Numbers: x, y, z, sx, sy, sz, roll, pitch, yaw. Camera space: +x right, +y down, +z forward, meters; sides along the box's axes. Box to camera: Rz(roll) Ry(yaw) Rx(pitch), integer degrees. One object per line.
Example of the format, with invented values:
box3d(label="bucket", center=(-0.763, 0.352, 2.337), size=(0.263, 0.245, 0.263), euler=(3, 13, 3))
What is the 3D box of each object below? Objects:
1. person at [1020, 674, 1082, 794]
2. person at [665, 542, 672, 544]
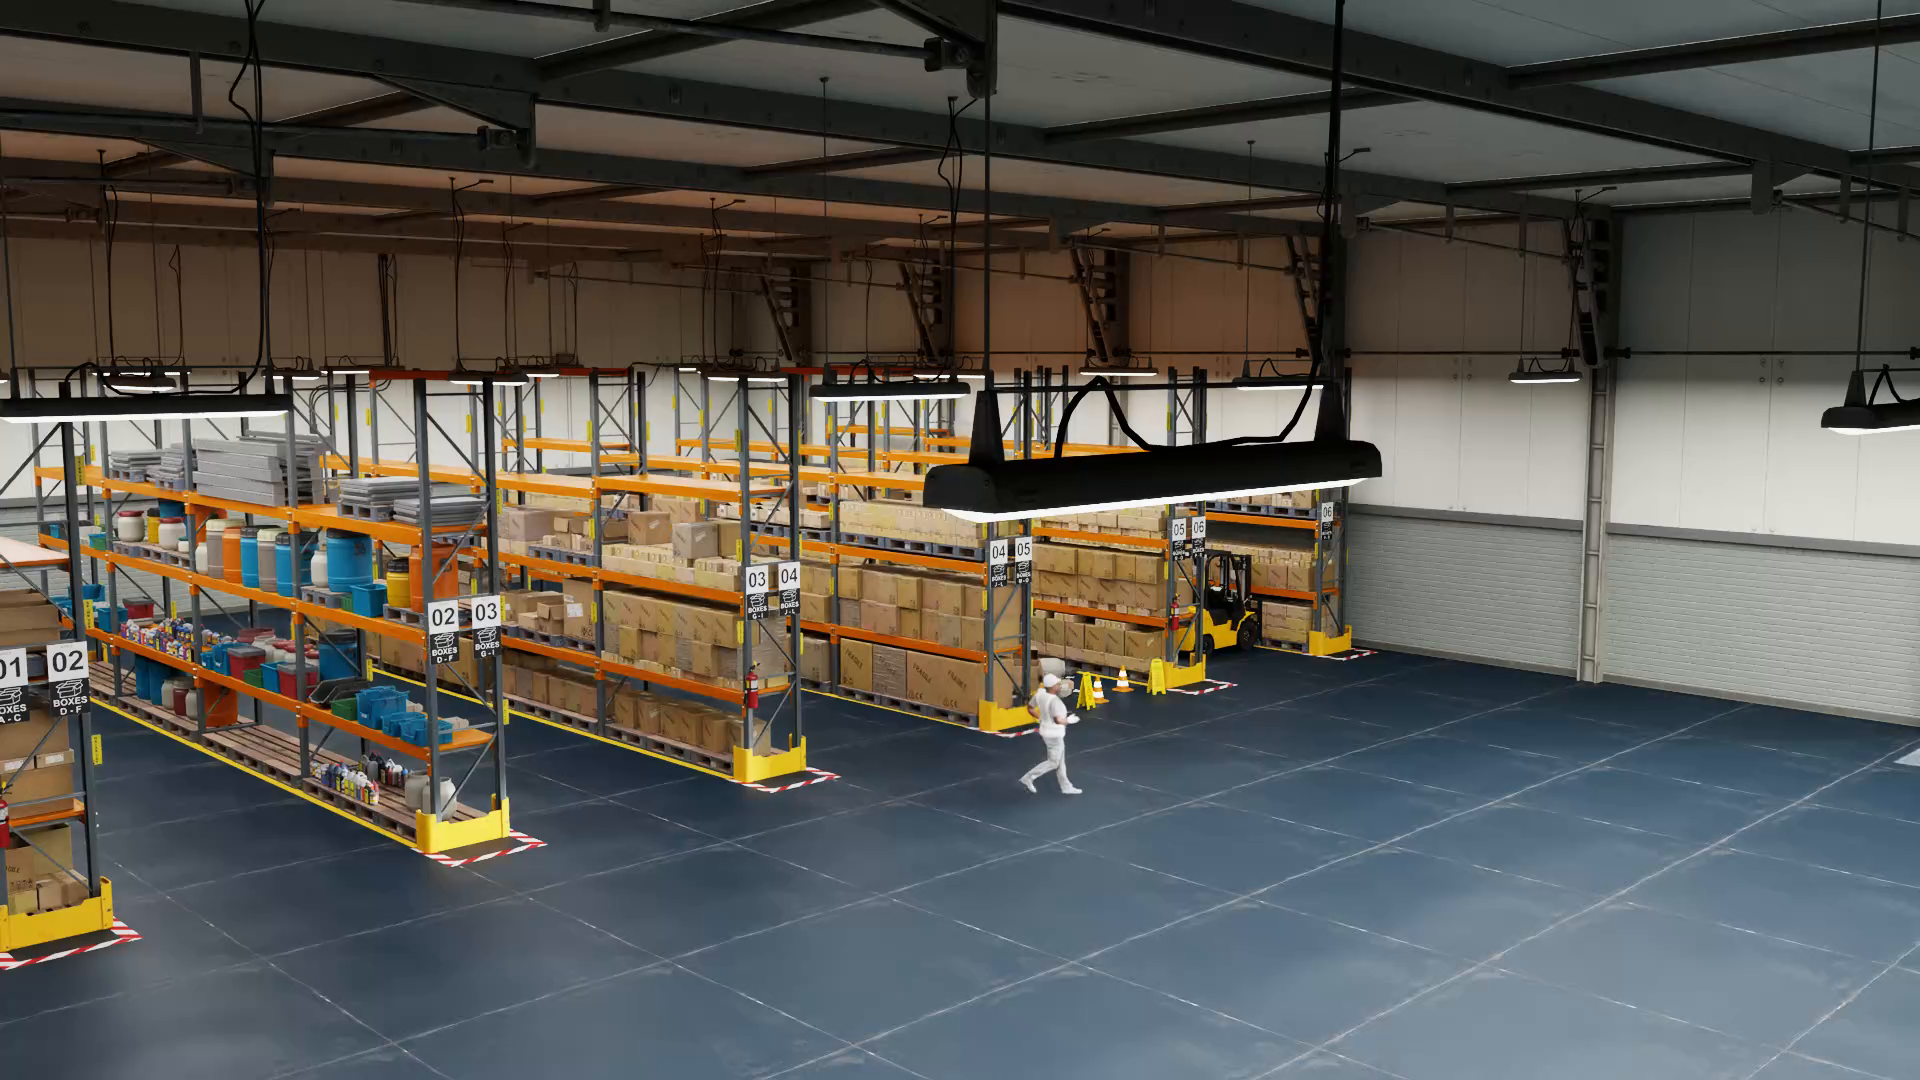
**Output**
box3d(label="person", center=(1.297, 2.775, 23.580), size=(0.974, 1.778, 0.683), euler=(-2, 7, -18))
box3d(label="person", center=(-7.710, 0.586, 43.824), size=(0.705, 1.639, 0.588), euler=(-6, 9, -42))
